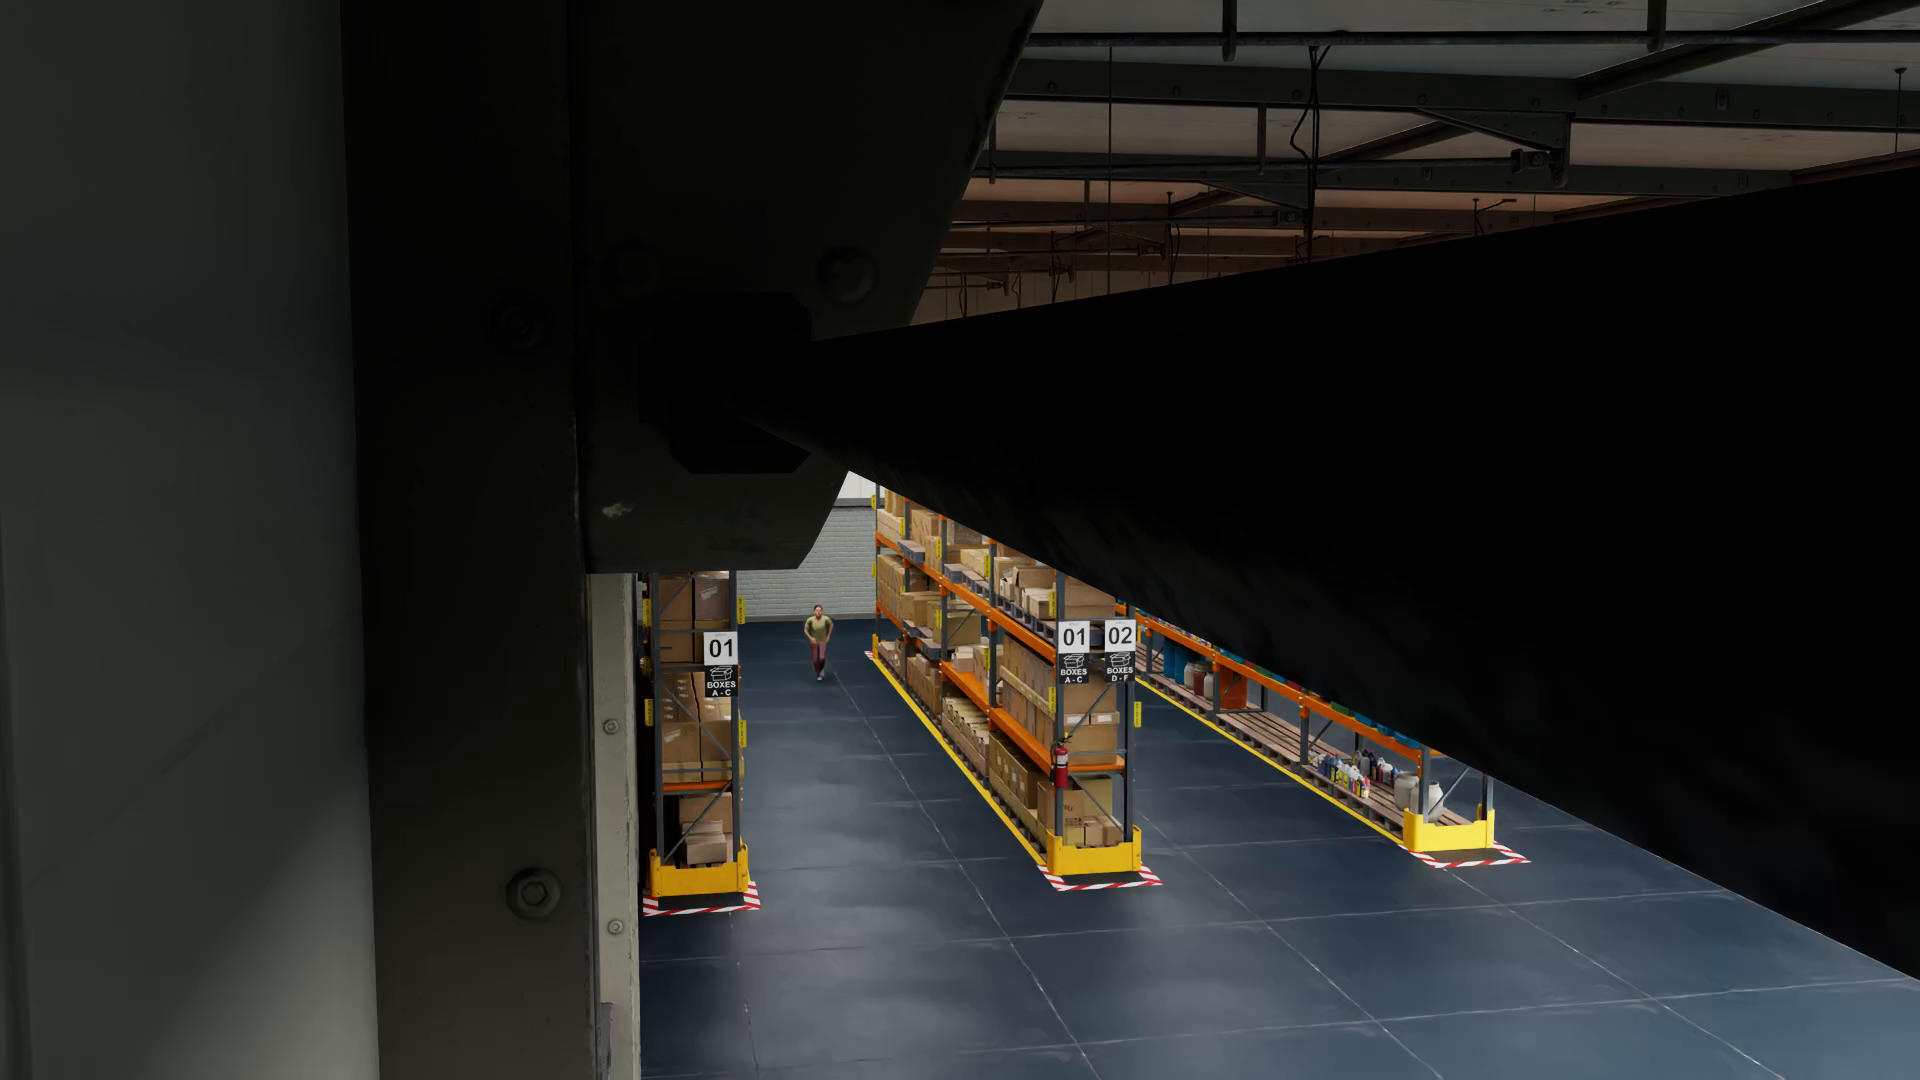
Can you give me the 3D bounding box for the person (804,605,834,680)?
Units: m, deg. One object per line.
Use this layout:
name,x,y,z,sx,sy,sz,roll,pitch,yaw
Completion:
person,-2.865,2.080,33.789,0.582,1.584,0.695,0,6,0
